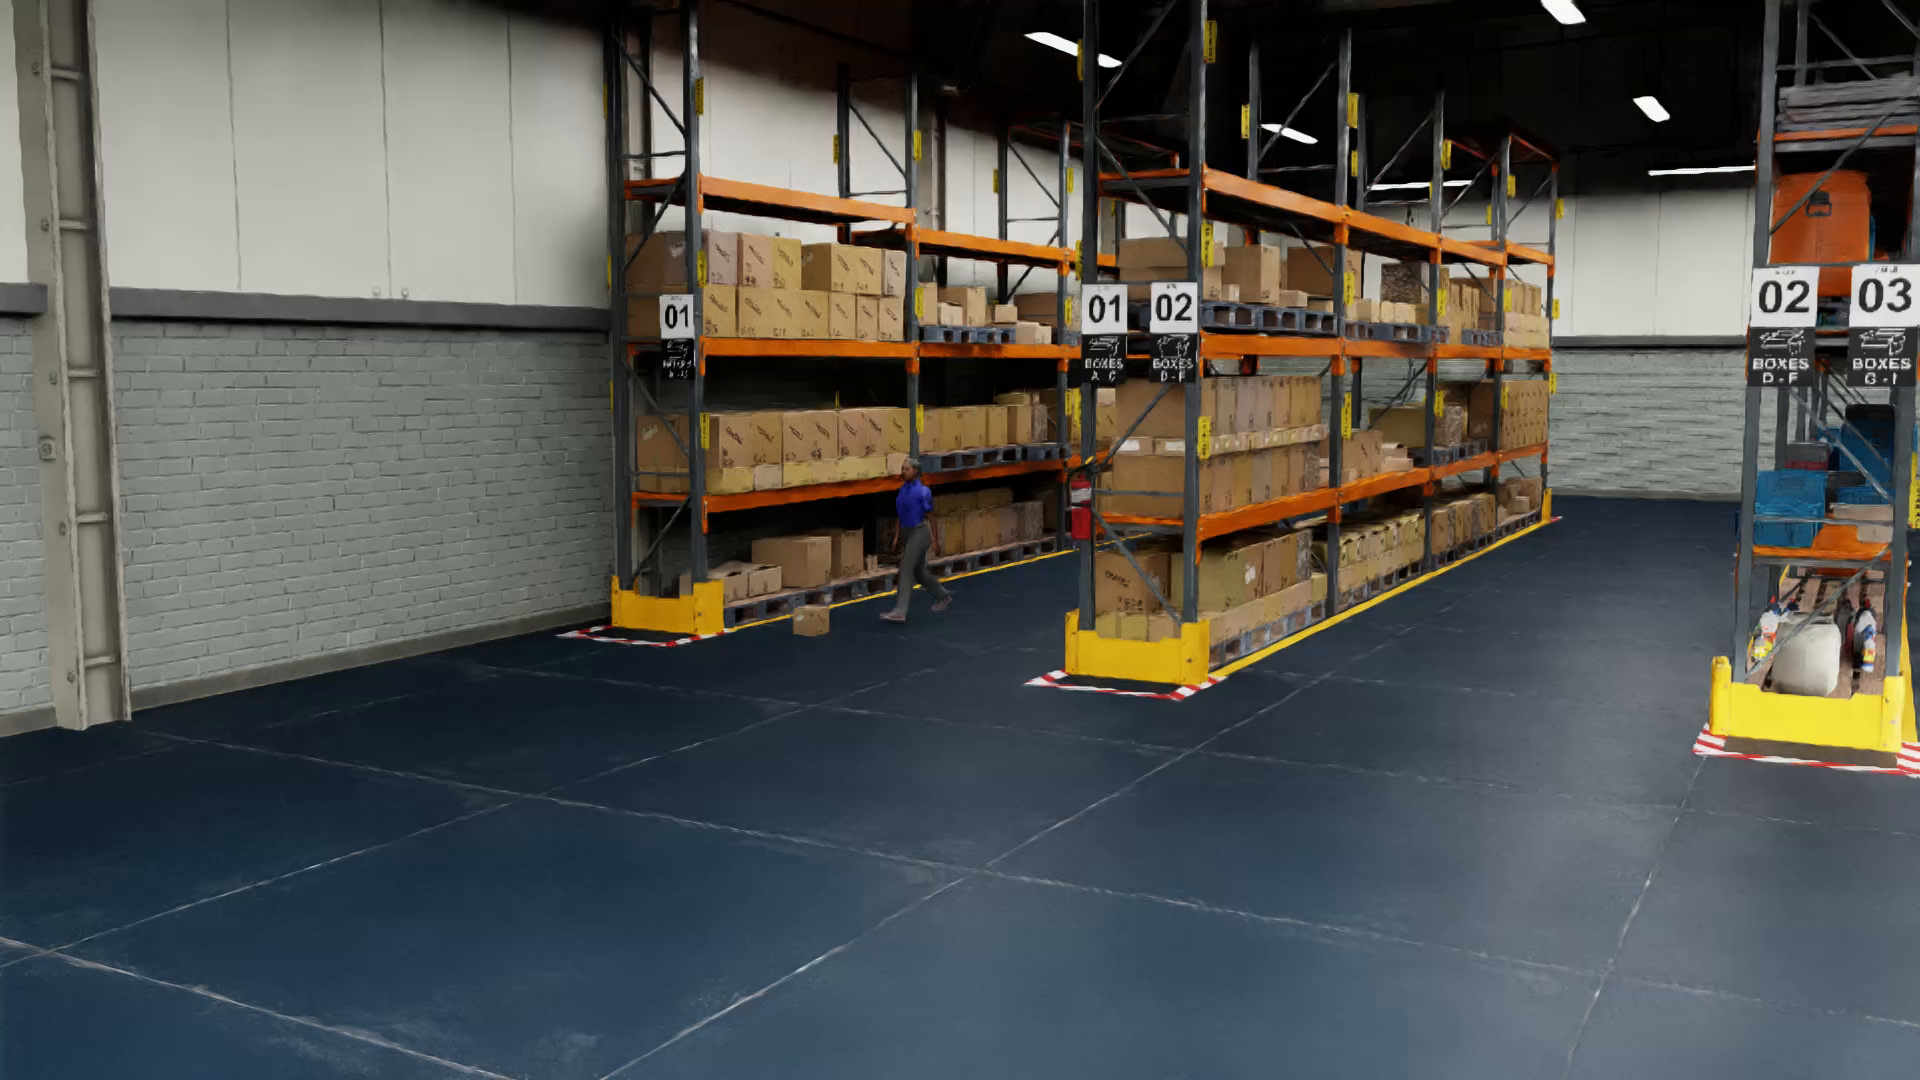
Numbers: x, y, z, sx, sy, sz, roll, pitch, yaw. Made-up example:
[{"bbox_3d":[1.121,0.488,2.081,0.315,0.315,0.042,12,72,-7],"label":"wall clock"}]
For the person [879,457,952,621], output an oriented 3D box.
[{"bbox_3d":[-0.430,-0.018,16.579,0.964,1.611,0.456,-4,7,-33],"label":"person"}]
